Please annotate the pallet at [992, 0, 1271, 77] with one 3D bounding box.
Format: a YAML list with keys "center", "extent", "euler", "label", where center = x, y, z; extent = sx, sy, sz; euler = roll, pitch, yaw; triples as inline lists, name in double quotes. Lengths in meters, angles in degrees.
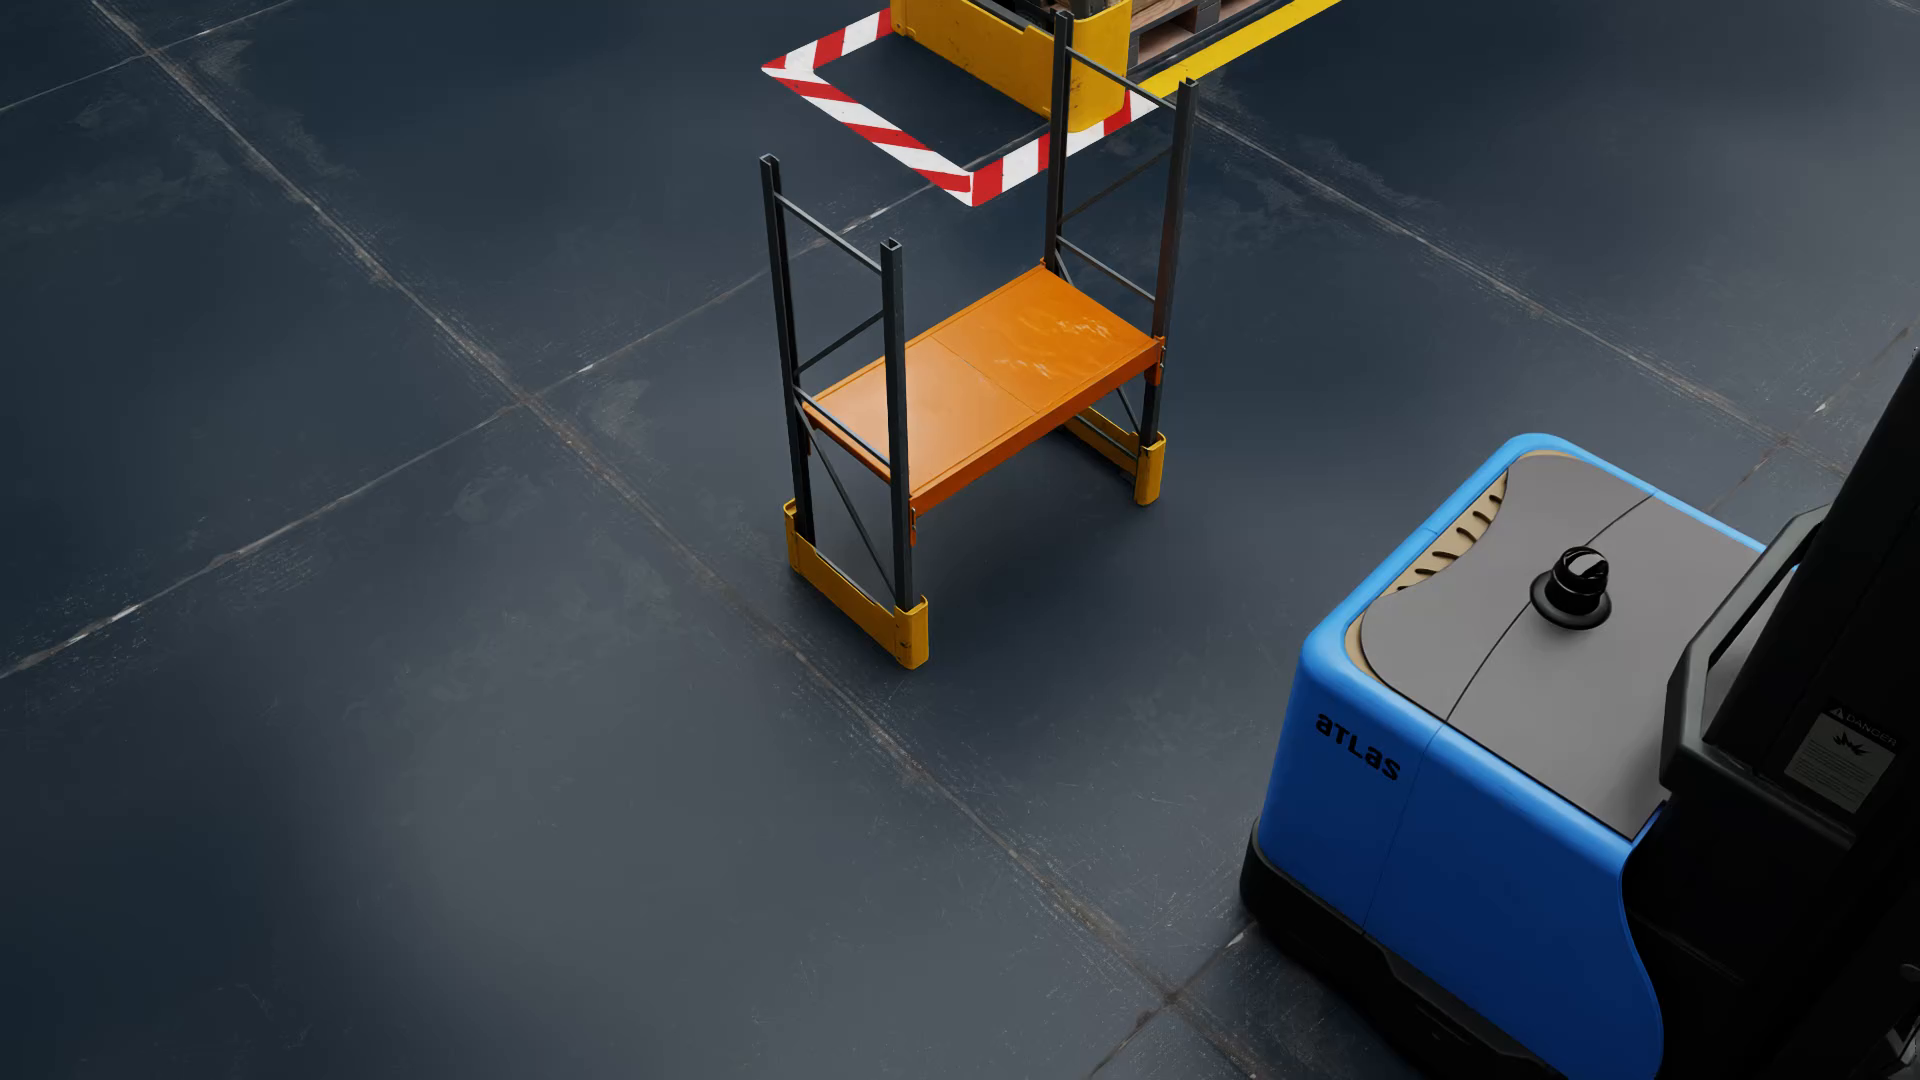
- center: [0.745, -2.564, 7.472]
  extent: [1.213, 0.211, 1.003]
  euler: [-34, 56, -27]
  label: "pallet"

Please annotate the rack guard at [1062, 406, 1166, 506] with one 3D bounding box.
- center: [0.425, -0.369, 5.420]
  extent: [0.087, 0.250, 0.587]
  euler: [-34, 56, -27]
  label: "rack guard"

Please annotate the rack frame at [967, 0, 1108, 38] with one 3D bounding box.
- center: [0.206, -3.071, 6.043]
  extent: [0.127, 3.000, 1.000]
  euler: [-34, 56, -27]
  label: "rack frame"

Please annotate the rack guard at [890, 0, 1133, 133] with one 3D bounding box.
- center: [0.188, -2.212, 6.951]
  extent: [0.348, 0.500, 1.175]
  euler: [-34, 56, -27]
  label: "rack guard"

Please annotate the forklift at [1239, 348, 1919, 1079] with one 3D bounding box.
- center: [2.145, 0.446, 2.844]
  extent: [3.031, 2.935, 1.130]
  euler: [35, 56, 28]
  label: "forklift"

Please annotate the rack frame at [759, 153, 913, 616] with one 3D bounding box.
- center: [-0.313, -0.299, 4.506]
  extent: [0.032, 1.500, 0.500]
  euler: [-34, 56, -27]
  label: "rack frame"

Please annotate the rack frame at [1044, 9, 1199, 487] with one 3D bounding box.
- center: [0.439, -0.802, 4.970]
  extent: [0.032, 1.500, 0.500]
  euler: [-34, 56, -27]
  label: "rack frame"

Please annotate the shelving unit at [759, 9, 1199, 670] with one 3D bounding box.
- center: [0.056, -0.546, 4.734]
  extent: [1.083, 1.500, 0.587]
  euler: [-34, 56, -27]
  label: "shelving unit"

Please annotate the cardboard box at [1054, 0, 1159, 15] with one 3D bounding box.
- center: [0.627, -2.726, 7.182]
  extent: [0.875, 0.438, 0.875]
  euler: [-36, 57, -28]
  label: "cardboard box"

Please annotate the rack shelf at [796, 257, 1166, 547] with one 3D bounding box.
- center: [0.063, -0.429, 4.870]
  extent: [1.000, 0.185, 0.538]
  euler: [-34, 56, -27]
  label: "rack shelf"

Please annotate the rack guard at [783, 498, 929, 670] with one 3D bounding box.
- center: [-0.312, 0.124, 4.966]
  extent: [0.087, 0.250, 0.587]
  euler: [-34, 56, -27]
  label: "rack guard"
